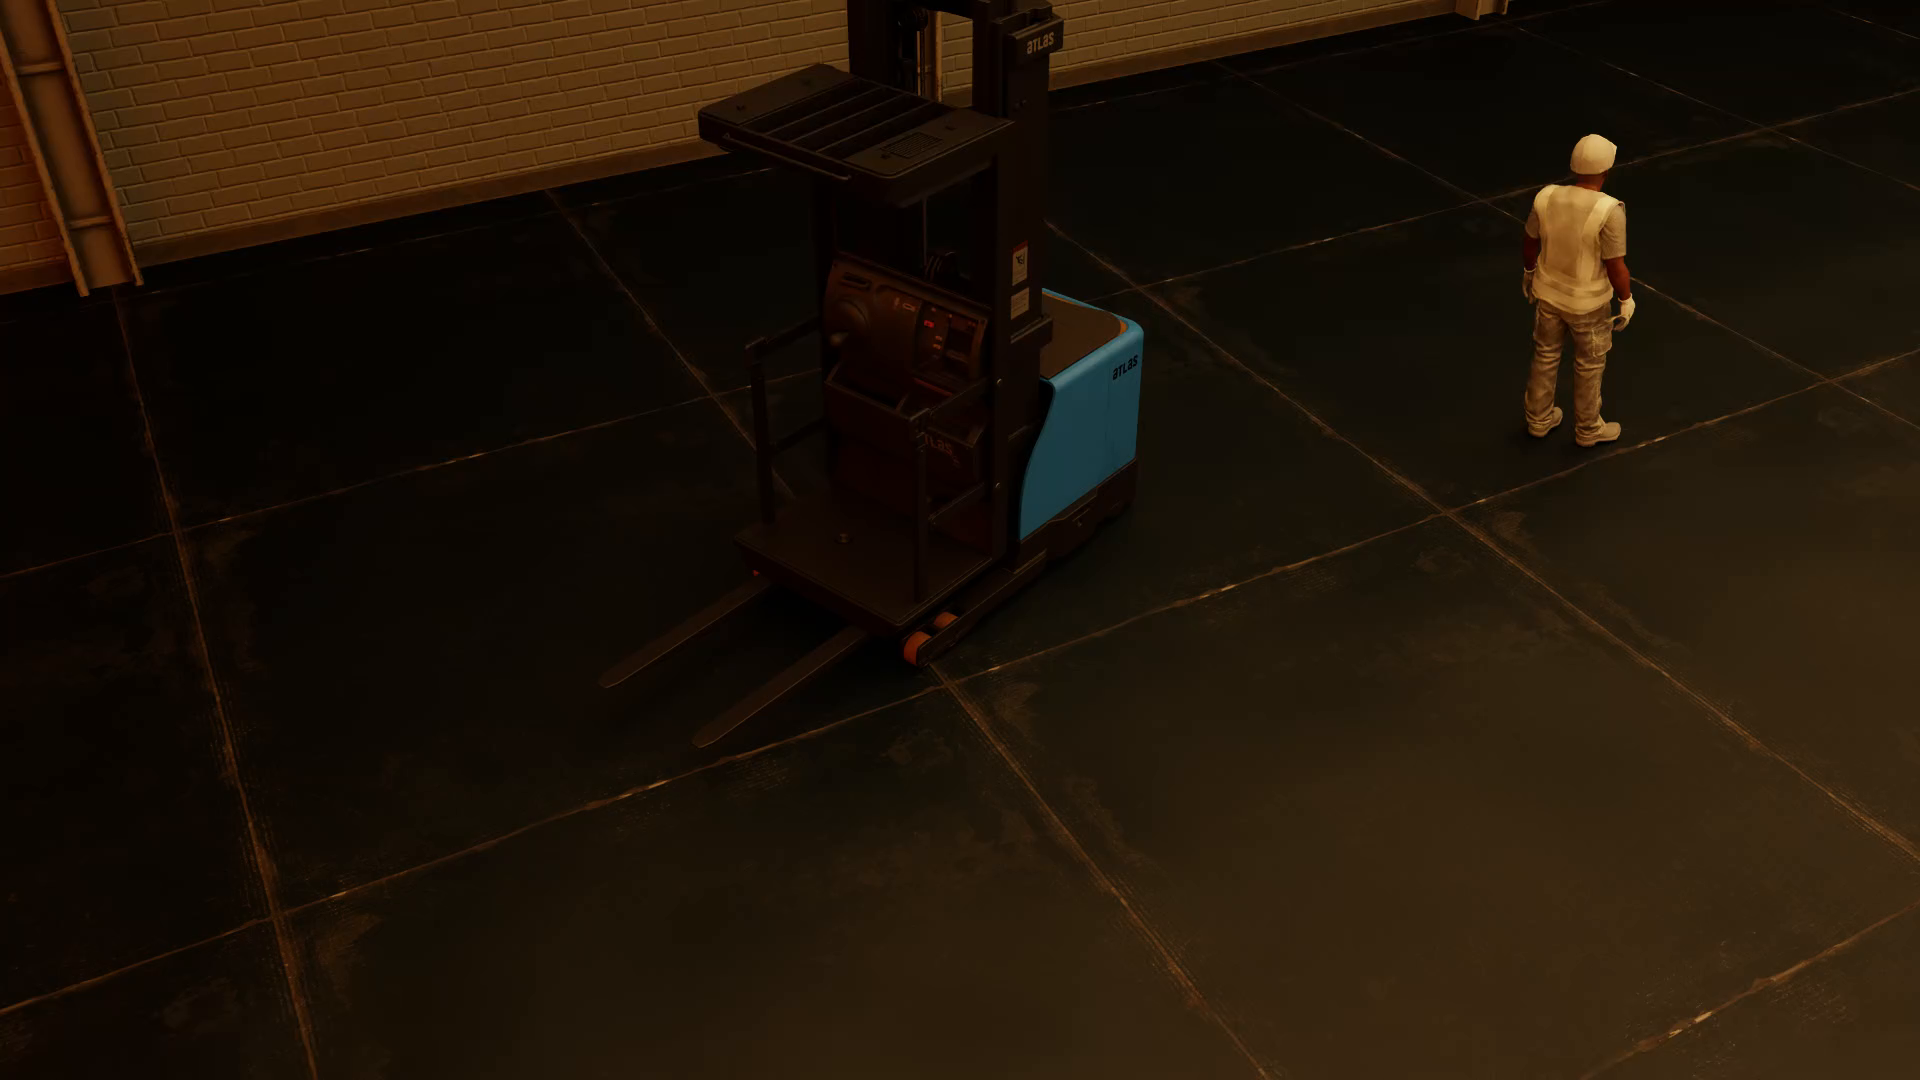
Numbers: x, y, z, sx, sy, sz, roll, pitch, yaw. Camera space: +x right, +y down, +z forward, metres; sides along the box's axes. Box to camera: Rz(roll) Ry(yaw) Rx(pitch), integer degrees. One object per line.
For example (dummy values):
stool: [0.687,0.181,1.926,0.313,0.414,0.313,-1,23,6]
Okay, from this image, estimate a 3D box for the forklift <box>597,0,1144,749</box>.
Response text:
forklift: [-0.390,-0.927,7.434,1.130,2.935,3.031,26,43,31]

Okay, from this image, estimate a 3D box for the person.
person: [3.374,-1.360,9.029,0.577,1.782,0.657,-25,42,-31]
